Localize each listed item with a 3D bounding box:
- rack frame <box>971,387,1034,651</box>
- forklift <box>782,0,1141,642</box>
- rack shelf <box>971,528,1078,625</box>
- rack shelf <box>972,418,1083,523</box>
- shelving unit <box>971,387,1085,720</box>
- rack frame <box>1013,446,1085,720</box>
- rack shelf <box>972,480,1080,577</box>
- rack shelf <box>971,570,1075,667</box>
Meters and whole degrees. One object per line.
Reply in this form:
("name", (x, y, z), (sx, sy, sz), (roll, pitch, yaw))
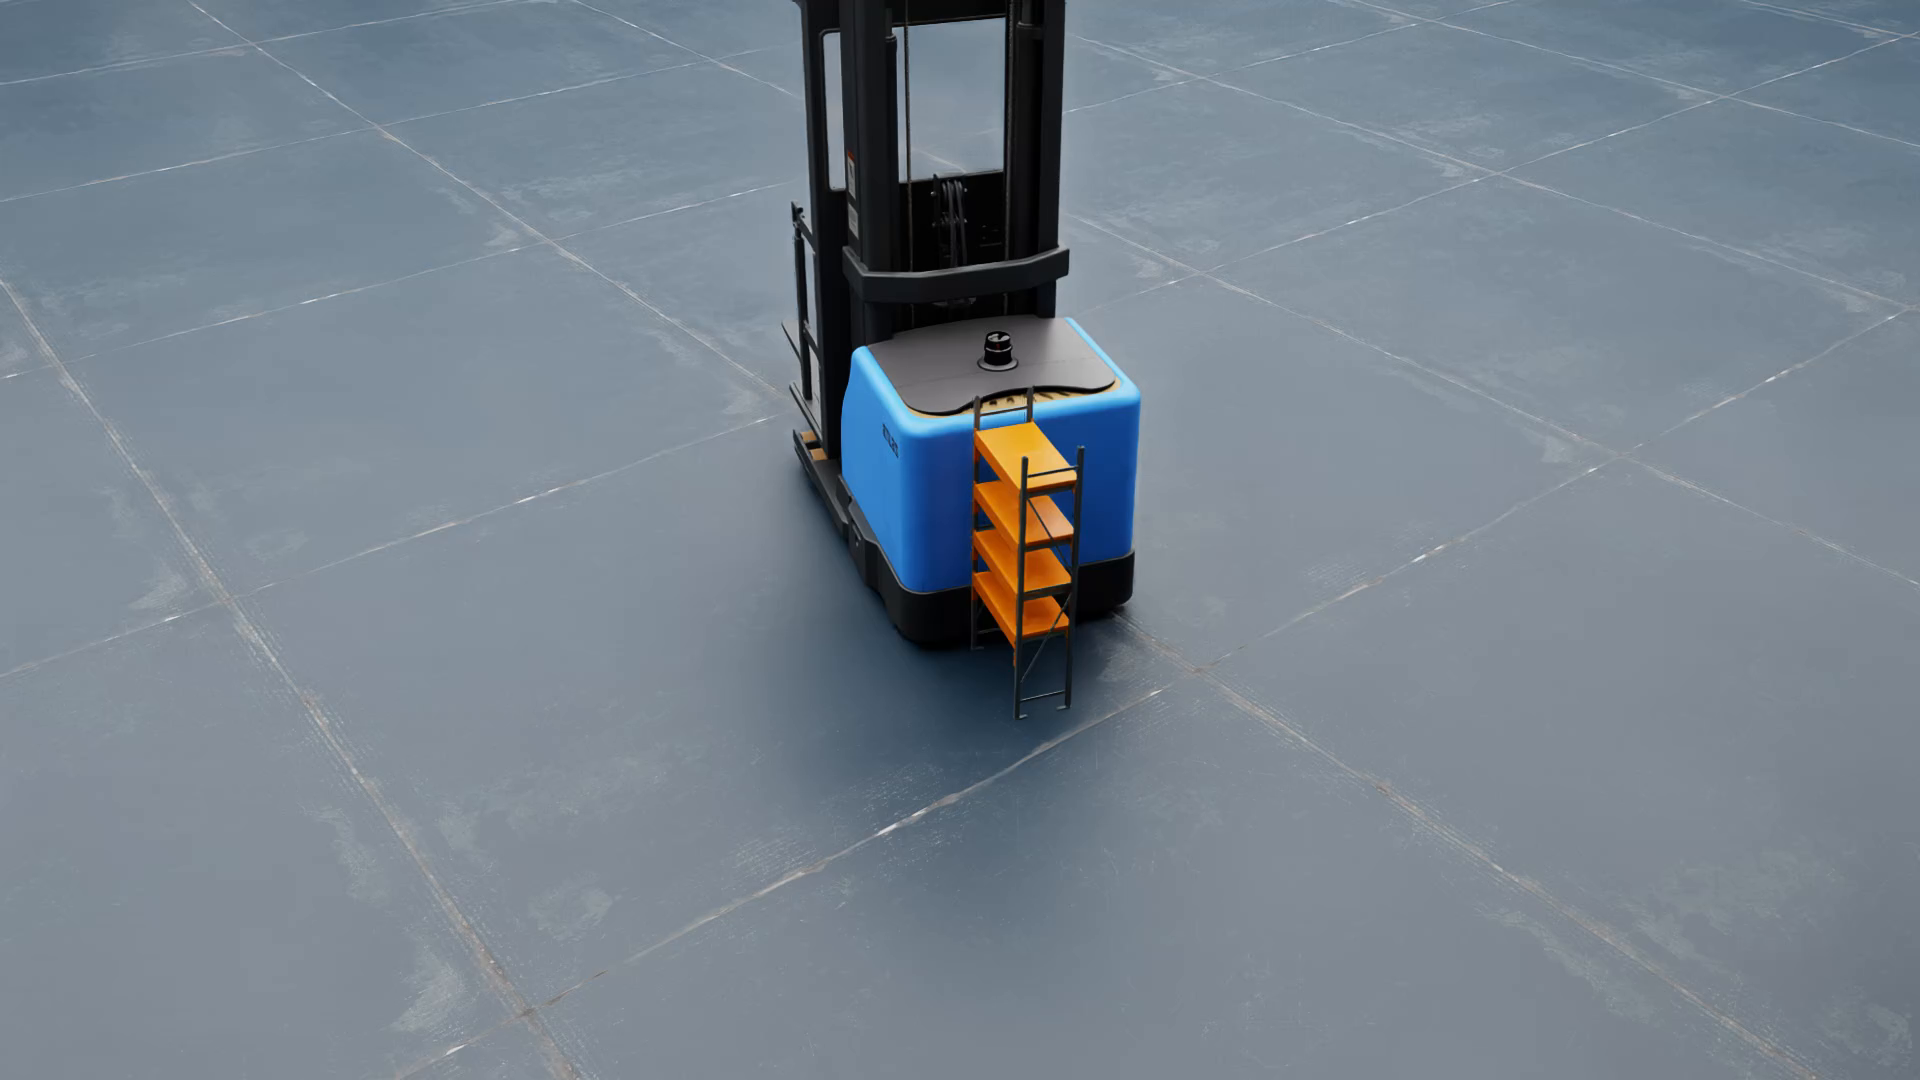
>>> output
("rack frame", (0.165, -0.063, 6.696), (0.240, 1.200, 0.015), (-11, 35, -17))
("forklift", (-0.197, -1.590, 7.533), (1.130, 2.935, 3.031), (-10, 33, -16))
("rack shelf", (0.248, 0.119, 6.540), (0.258, 0.148, 0.480), (-11, 35, -17))
("rack shelf", (0.251, -0.268, 6.290), (0.258, 0.148, 0.480), (-11, 35, -17))
("shelving unit", (0.248, 0.062, 6.504), (0.258, 1.200, 0.503), (-11, 35, -17))
("rack frame", (0.331, 0.187, 6.311), (0.240, 1.200, 0.015), (-11, 35, -17))
("rack shelf", (0.249, -0.069, 6.419), (0.258, 0.148, 0.480), (-11, 35, -17))
("rack shelf", (0.246, 0.285, 6.648), (0.258, 0.148, 0.480), (-11, 35, -17))
